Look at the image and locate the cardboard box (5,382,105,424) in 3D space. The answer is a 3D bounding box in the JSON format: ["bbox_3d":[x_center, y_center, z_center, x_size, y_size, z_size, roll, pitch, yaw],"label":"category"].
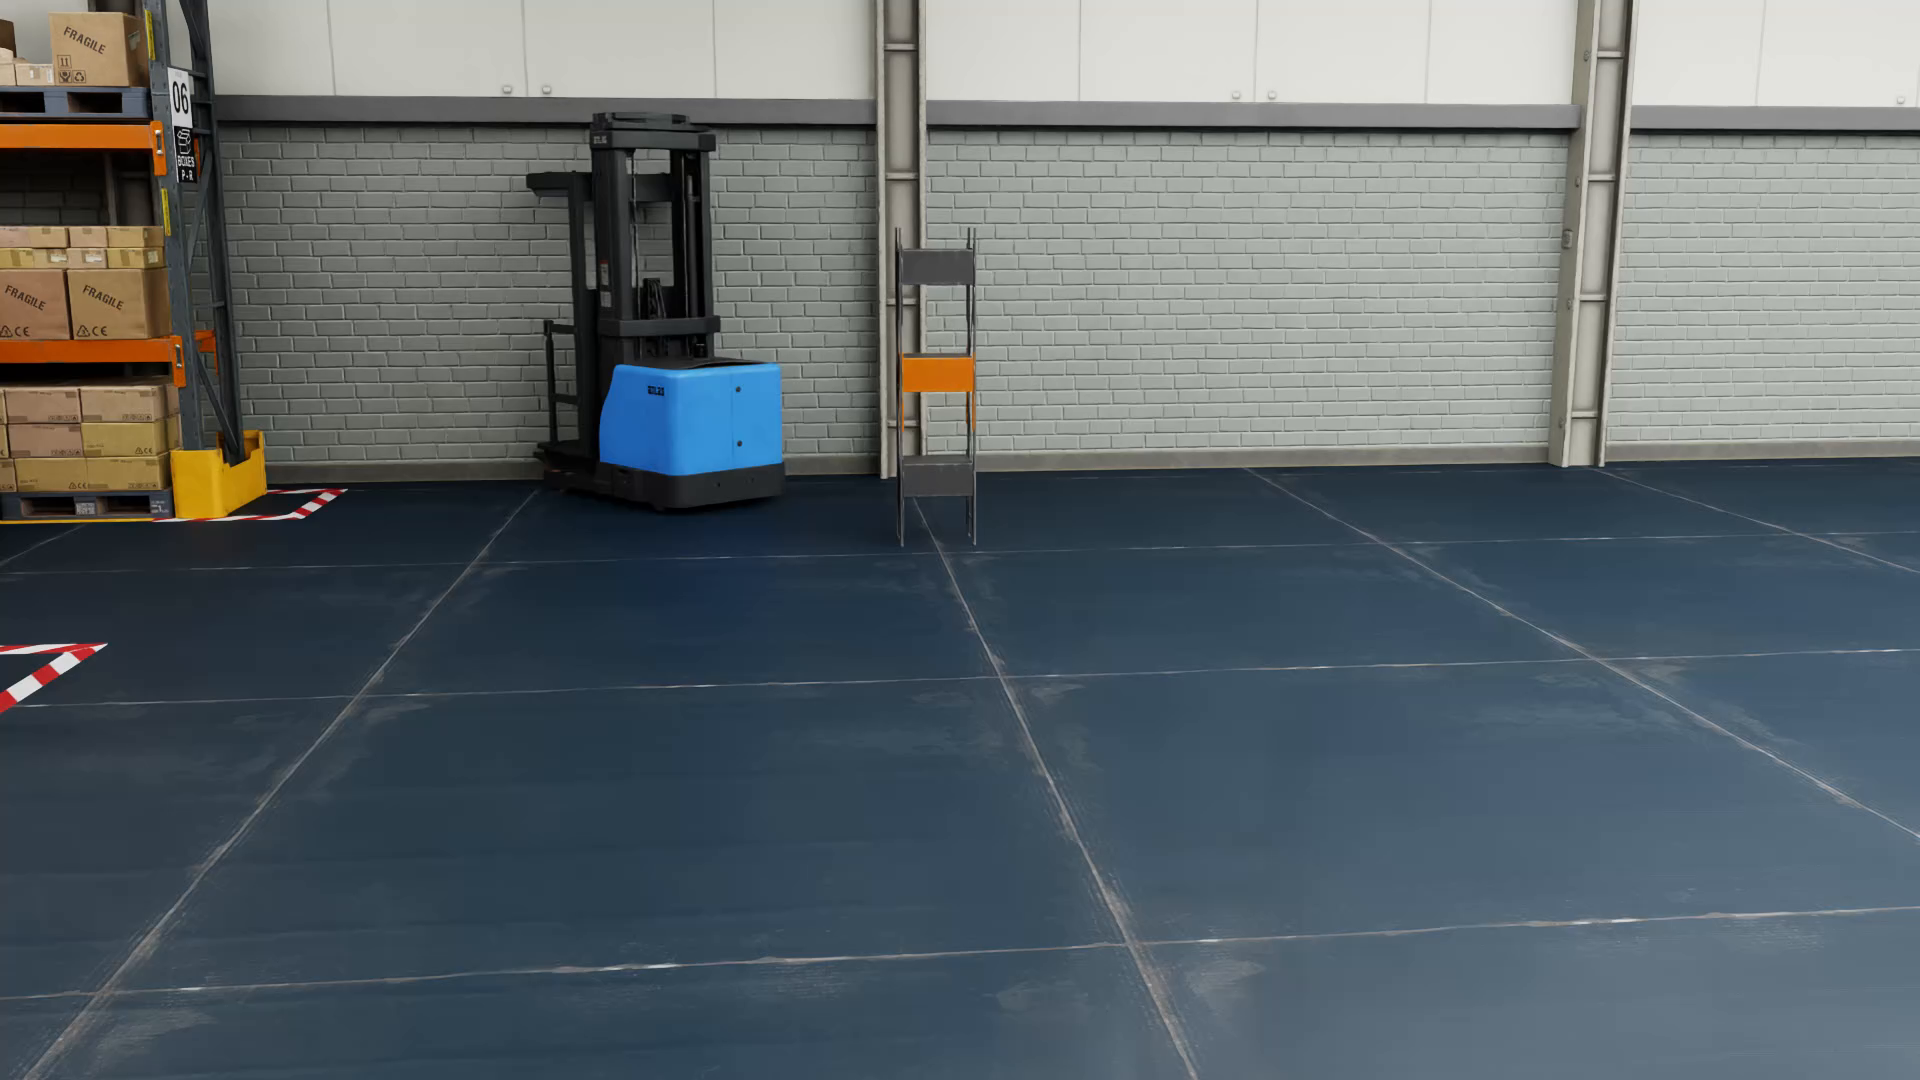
[{"bbox_3d":[-6.594,-1.005,12.153,0.500,0.250,0.500,-1,11,-5],"label":"cardboard box"}]

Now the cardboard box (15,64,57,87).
[{"bbox_3d":[-6.454,-3.267,11.738,0.250,0.149,0.380,-2,11,-8],"label":"cardboard box"}]

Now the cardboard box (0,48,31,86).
[{"bbox_3d":[-6.706,-3.319,11.700,0.258,0.266,0.396,-1,11,-6],"label":"cardboard box"}]

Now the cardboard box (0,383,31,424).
[{"bbox_3d":[-7.094,-0.993,12.090,0.500,0.250,0.500,-1,11,-5],"label":"cardboard box"}]

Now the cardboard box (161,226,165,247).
[{"bbox_3d":[-6.020,-2.286,12.510,0.250,0.149,0.380,-1,11,-7],"label":"cardboard box"}]

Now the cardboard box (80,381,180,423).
[{"bbox_3d":[-6.087,-1.017,12.213,0.500,0.250,0.500,-1,11,-4],"label":"cardboard box"}]

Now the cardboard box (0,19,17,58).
[{"bbox_3d":[-7.106,-3.457,11.793,0.500,0.500,0.700,-1,11,-6],"label":"cardboard box"}]

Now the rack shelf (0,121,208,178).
[{"bbox_3d":[-7.651,-2.816,12.006,4.000,0.370,1.077,-1,11,-6],"label":"rack shelf"}]

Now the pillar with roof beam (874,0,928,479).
[{"bbox_3d":[-0.022,-4.140,9.101,0.400,9.000,9.100,-1,11,-6],"label":"pillar with roof beam"}]

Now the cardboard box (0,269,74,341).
[{"bbox_3d":[-6.640,-1.718,12.074,0.500,0.500,0.500,-1,11,-4],"label":"cardboard box"}]

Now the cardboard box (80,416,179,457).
[{"bbox_3d":[-6.113,-0.771,12.258,0.500,0.250,0.500,-1,11,-7],"label":"cardboard box"}]

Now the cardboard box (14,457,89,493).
[{"bbox_3d":[-6.591,-0.517,12.261,0.500,0.250,0.500,-1,11,-6],"label":"cardboard box"}]

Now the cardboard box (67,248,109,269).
[{"bbox_3d":[-6.228,-2.034,11.999,0.250,0.149,0.380,-1,11,-5],"label":"cardboard box"}]

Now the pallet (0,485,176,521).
[{"bbox_3d":[-6.418,-0.347,12.585,1.213,0.211,1.003,-1,11,-6],"label":"pallet"}]

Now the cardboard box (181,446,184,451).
[{"bbox_3d":[-6.172,-0.623,12.801,0.500,0.250,0.500,-1,11,-6],"label":"cardboard box"}]

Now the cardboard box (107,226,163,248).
[{"bbox_3d":[-5.996,-2.204,12.093,0.250,0.149,0.380,-1,11,-6],"label":"cardboard box"}]

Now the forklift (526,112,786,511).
[{"bbox_3d":[-2.720,-1.873,13.299,1.130,2.935,3.031,-10,15,-42],"label":"forklift"}]

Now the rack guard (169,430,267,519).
[{"bbox_3d":[-5.639,-0.513,12.681,0.348,0.500,1.175,-1,11,-6],"label":"rack guard"}]

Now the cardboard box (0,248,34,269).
[{"bbox_3d":[-6.740,-2.038,12.016,0.250,0.149,0.380,-1,11,-6],"label":"cardboard box"}]

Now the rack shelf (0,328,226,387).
[{"bbox_3d":[-7.651,-1.344,12.295,4.000,0.370,1.077,-1,11,-6],"label":"rack shelf"}]

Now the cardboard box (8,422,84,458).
[{"bbox_3d":[-6.613,-0.763,12.215,0.500,0.250,0.500,-1,11,-7],"label":"cardboard box"}]

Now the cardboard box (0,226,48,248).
[{"bbox_3d":[-6.751,-2.192,12.029,0.250,0.149,0.380,-1,11,-6],"label":"cardboard box"}]

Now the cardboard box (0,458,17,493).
[{"bbox_3d":[-7.089,-0.508,12.217,0.500,0.250,0.500,-1,11,-5],"label":"cardboard box"}]

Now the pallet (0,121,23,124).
[{"bbox_3d":[-7.584,-3.132,11.975,1.213,0.211,1.003,-1,11,-6],"label":"pallet"}]

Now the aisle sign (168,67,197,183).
[{"bbox_3d":[-5.566,-2.960,11.907,0.004,0.787,0.394,-1,11,-6],"label":"aisle sign"}]

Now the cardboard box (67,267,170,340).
[{"bbox_3d":[-6.124,-1.727,12.120,0.500,0.500,0.500,-1,11,-7],"label":"cardboard box"}]

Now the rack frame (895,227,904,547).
[{"bbox_3d":[-0.407,-1.022,11.122,0.015,2.100,0.400,-1,11,-6],"label":"rack frame"}]

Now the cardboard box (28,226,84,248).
[{"bbox_3d":[-6.495,-2.183,11.983,0.250,0.149,0.380,-1,11,-5],"label":"cardboard box"}]

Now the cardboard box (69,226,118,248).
[{"bbox_3d":[-6.238,-2.193,12.037,0.250,0.149,0.380,-1,11,-6],"label":"cardboard box"}]

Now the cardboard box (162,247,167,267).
[{"bbox_3d":[-6.028,-2.149,12.583,0.250,0.149,0.380,-1,11,-8],"label":"cardboard box"}]

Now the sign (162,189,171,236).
[{"bbox_3d":[-5.618,-2.319,11.772,0.005,0.325,0.100,-1,11,-6],"label":"sign"}]

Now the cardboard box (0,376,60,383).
[{"bbox_3d":[-7.156,-1.093,12.601,0.500,0.250,0.500,-1,11,-6],"label":"cardboard box"}]

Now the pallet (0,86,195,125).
[{"bbox_3d":[-6.368,-3.158,12.107,1.213,0.211,1.003,-1,11,-6],"label":"pallet"}]

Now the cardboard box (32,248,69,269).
[{"bbox_3d":[-6.493,-2.041,12.032,0.250,0.149,0.380,-1,11,-5],"label":"cardboard box"}]

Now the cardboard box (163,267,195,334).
[{"bbox_3d":[-6.185,-1.831,12.646,0.500,0.500,0.500,-1,11,-4],"label":"cardboard box"}]

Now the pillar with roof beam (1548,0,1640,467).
[{"bbox_3d":[5.942,-4.265,9.737,0.400,9.000,9.100,-1,11,-6],"label":"pillar with roof beam"}]

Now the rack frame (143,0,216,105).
[{"bbox_3d":[-5.663,-4.683,11.859,0.127,3.000,1.000,-1,11,-6],"label":"rack frame"}]

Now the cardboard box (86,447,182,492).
[{"bbox_3d":[-6.096,-0.526,12.304,0.500,0.250,0.500,-1,11,-6],"label":"cardboard box"}]

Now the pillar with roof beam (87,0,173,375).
[{"bbox_3d":[-5.987,-4.015,8.465,0.400,9.000,9.100,-1,11,-6],"label":"pillar with roof beam"}]

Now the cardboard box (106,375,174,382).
[{"bbox_3d":[-6.161,-1.113,12.700,0.500,0.250,0.500,-1,11,-7],"label":"cardboard box"}]

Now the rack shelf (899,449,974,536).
[{"bbox_3d":[-0.165,-0.327,11.286,0.480,0.518,0.431,-1,11,-6],"label":"rack shelf"}]

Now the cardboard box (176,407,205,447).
[{"bbox_3d":[-6.153,-0.871,12.767,0.500,0.250,0.500,-1,11,-5],"label":"cardboard box"}]

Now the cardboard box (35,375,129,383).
[{"bbox_3d":[-6.657,-1.102,12.643,0.500,0.250,0.500,-1,11,-6],"label":"cardboard box"}]

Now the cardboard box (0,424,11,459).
[{"bbox_3d":[-7.124,-0.748,12.140,0.500,0.250,0.500,-1,11,-7],"label":"cardboard box"}]

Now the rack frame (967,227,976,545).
[{"bbox_3d":[0.078,-1.032,11.174,0.015,2.100,0.400,-1,11,-6],"label":"rack frame"}]

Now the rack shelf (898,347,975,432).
[{"bbox_3d":[-0.165,-1.013,11.151,0.480,0.518,0.431,-1,11,-6],"label":"rack shelf"}]

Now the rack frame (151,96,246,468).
[{"bbox_3d":[-5.663,-1.739,12.438,0.127,3.000,1.000,-1,11,-6],"label":"rack frame"}]

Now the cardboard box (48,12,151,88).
[{"bbox_3d":[-6.076,-3.459,11.804,0.500,0.500,0.500,-1,11,-4],"label":"cardboard box"}]

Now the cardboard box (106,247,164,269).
[{"bbox_3d":[-5.977,-2.045,12.055,0.250,0.149,0.380,-1,11,-5],"label":"cardboard box"}]

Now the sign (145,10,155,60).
[{"bbox_3d":[-5.618,-3.502,11.540,0.005,0.325,0.100,-1,11,-6],"label":"sign"}]

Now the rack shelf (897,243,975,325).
[{"bbox_3d":[-0.165,-1.700,11.016,0.480,0.518,0.431,-1,11,-6],"label":"rack shelf"}]

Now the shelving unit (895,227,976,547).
[{"bbox_3d":[-0.165,-1.027,11.148,0.503,2.100,0.431,-1,11,-6],"label":"shelving unit"}]
